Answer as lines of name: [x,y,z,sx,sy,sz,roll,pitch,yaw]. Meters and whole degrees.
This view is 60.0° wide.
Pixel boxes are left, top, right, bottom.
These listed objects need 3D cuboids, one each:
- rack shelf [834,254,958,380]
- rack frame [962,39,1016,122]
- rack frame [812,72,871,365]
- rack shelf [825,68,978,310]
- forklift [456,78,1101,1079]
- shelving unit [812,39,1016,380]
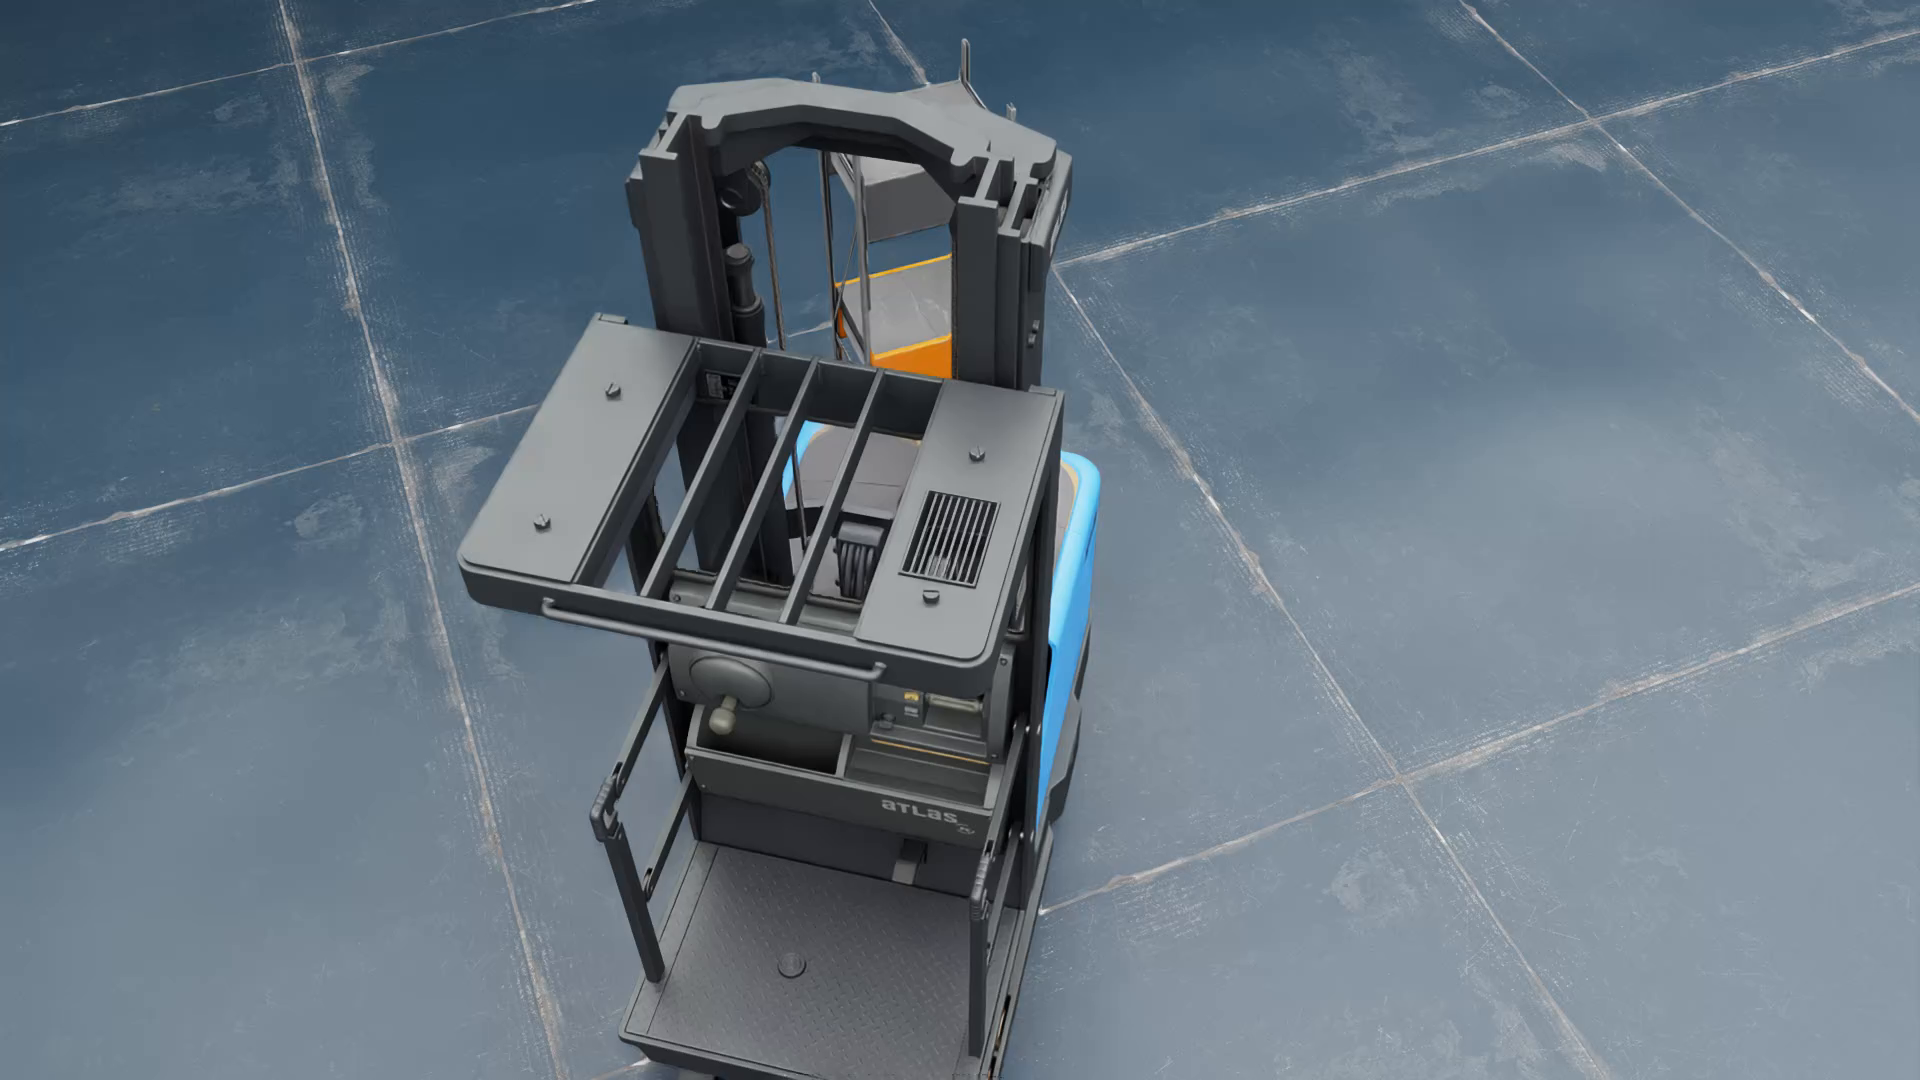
rack shelf: [-0.142,-0.651,5.784,0.480,0.518,0.431,-17,51,-14]
rack frame: [0.085,-0.728,5.832,0.015,2.100,0.400,-17,51,-14]
rack frame: [-0.369,-0.592,5.715,0.015,2.100,0.400,-17,51,-14]
rack shelf: [-0.142,-1.108,5.253,0.480,0.518,0.431,-17,51,-14]
forklift: [-0.371,0.476,4.250,1.130,2.935,3.031,10,50,9]
shelving unit: [-0.142,-0.660,5.774,0.503,2.100,0.431,-17,51,-14]
